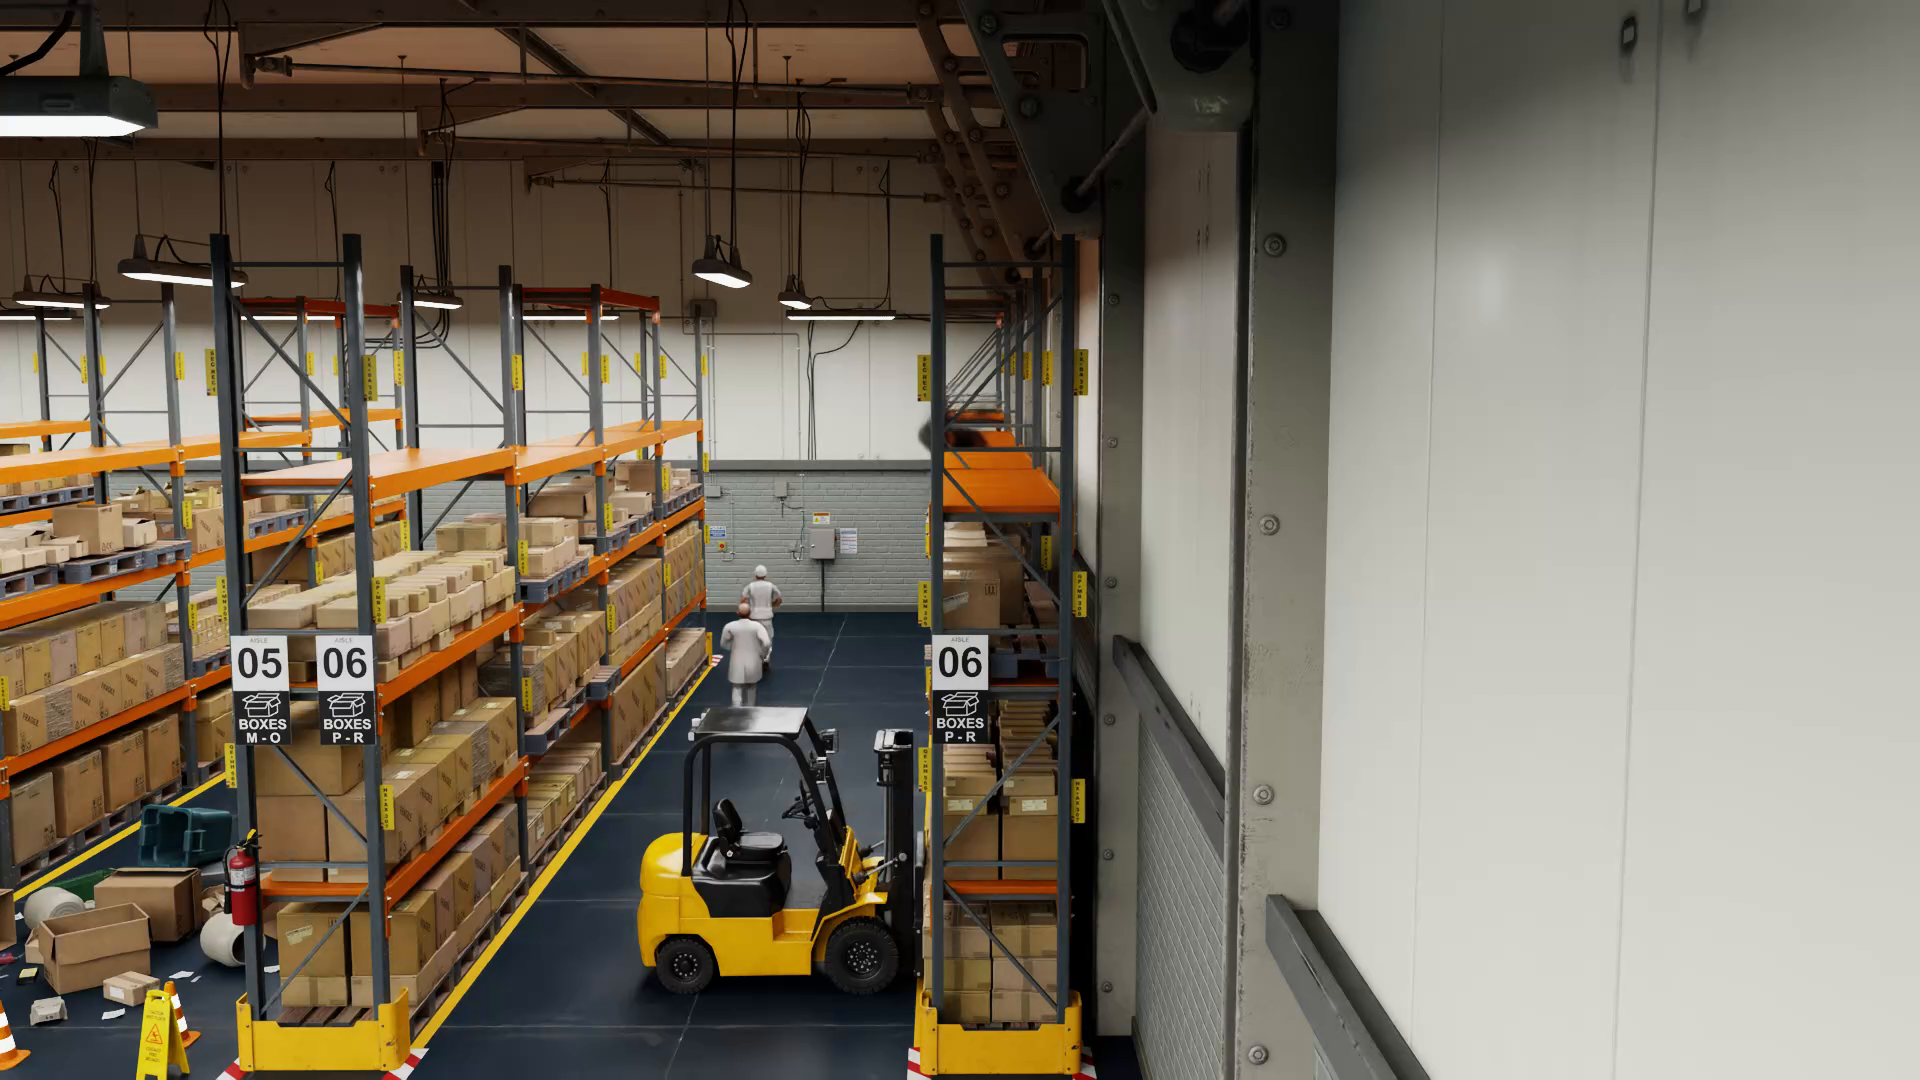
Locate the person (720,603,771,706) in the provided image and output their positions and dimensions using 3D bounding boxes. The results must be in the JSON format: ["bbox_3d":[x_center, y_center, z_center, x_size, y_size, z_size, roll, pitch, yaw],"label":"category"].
[{"bbox_3d":[-2.991,1.739,23.232,0.715,1.735,0.826,0,6,-4],"label":"person"}]

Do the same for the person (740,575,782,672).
[{"bbox_3d":[-3.237,1.314,27.095,0.680,1.726,0.794,-1,6,-8],"label":"person"}]
